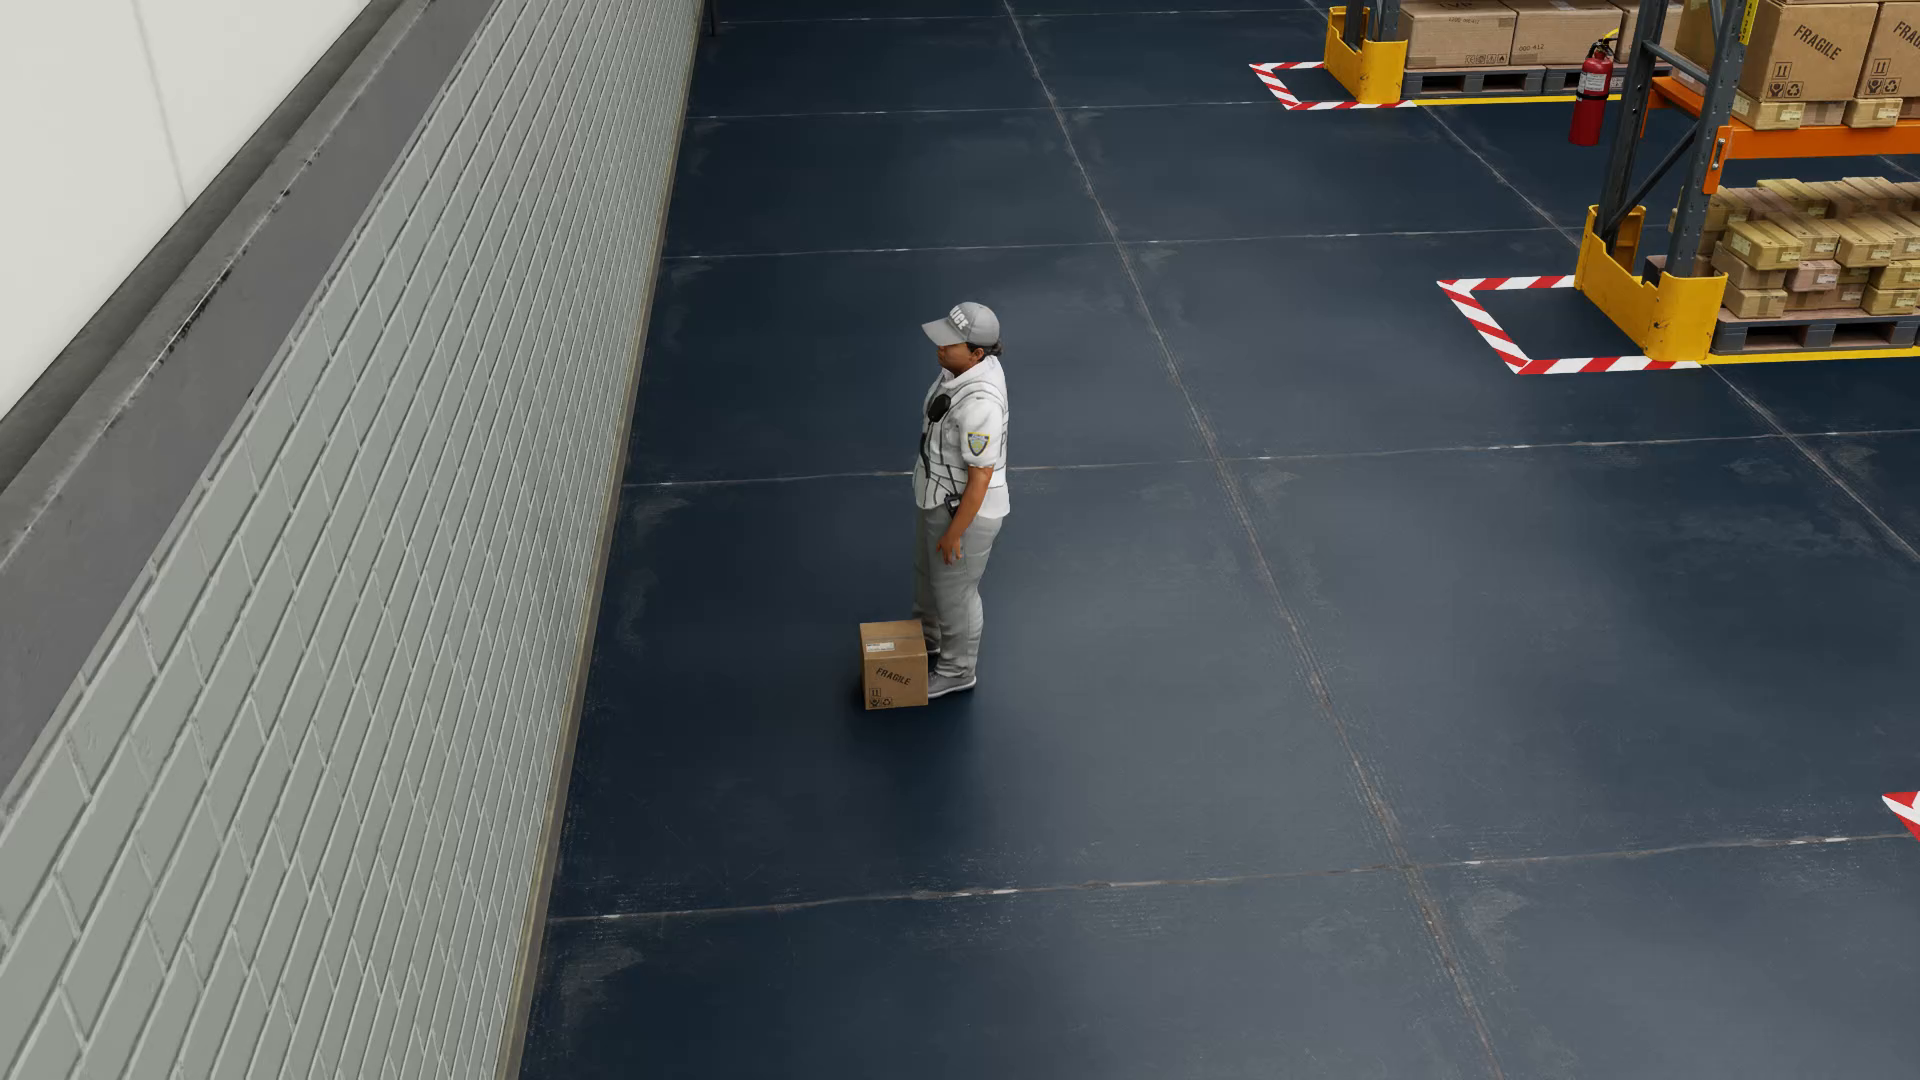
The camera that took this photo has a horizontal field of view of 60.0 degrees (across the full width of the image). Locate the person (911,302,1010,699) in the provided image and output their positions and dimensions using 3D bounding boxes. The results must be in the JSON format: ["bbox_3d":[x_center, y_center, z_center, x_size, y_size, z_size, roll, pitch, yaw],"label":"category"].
[{"bbox_3d":[-0.084,-0.145,6.347,0.529,1.670,0.598,-3,31,-4],"label":"person"}]
